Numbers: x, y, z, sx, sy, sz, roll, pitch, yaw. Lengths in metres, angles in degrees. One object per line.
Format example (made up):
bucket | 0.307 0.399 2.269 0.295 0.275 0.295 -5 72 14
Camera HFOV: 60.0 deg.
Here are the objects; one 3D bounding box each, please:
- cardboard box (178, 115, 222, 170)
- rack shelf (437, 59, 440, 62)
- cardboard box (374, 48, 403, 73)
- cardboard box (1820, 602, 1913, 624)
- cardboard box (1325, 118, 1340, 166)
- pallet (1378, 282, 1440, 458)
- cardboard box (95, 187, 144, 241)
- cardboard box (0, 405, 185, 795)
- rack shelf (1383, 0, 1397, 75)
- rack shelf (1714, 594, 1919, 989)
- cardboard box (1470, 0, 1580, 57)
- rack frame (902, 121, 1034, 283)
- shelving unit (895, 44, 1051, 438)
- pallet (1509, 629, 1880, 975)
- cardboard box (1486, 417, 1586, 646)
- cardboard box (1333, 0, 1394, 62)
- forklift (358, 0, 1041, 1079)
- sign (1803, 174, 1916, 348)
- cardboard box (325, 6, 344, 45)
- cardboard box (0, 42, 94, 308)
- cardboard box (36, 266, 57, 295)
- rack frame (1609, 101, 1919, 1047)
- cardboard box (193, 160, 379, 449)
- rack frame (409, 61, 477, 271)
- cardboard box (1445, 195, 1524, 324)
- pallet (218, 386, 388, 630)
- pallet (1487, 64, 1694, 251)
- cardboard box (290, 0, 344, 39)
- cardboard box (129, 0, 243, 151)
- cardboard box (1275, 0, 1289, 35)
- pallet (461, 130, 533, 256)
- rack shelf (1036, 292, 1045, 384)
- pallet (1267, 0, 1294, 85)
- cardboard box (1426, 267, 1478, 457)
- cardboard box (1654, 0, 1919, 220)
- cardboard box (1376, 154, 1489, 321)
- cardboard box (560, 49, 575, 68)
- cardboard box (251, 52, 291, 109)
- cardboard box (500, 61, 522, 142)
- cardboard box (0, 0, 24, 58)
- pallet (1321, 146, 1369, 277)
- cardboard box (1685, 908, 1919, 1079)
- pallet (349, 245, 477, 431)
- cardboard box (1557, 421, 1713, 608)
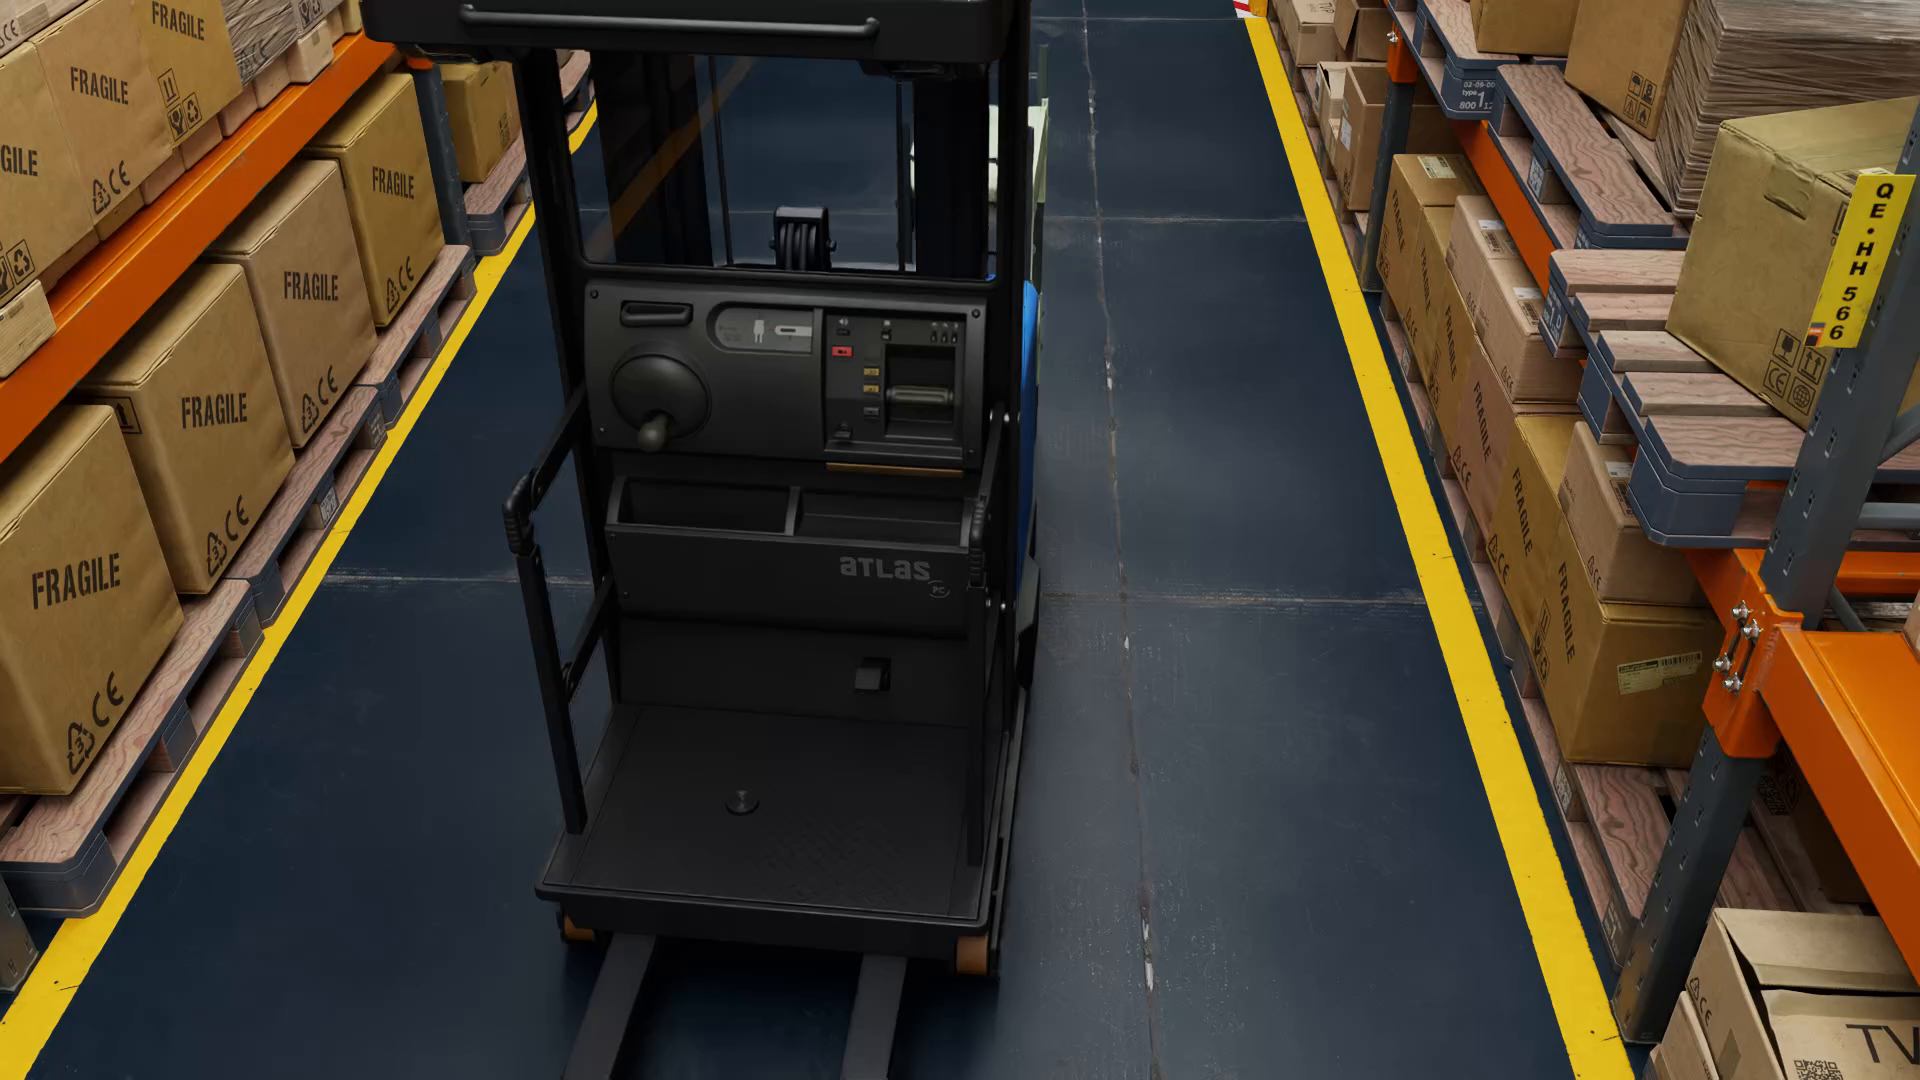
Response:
cardboard box | -2.533 -1.265 5.142 0.380 0.149 0.250 2 35 3
rack shelf | -2.605 -3.296 8.457 1.077 0.370 4.000 1 35 2
cardboard box | -2.757 -2.204 7.523 0.380 0.149 0.250 1 35 2
cardboard box | 2.423 0.256 4.569 0.500 0.500 0.500 0 35 0
cardboard box | 1.959 -1.893 7.932 0.380 0.149 0.250 1 35 2
pallet | 2.270 -0.720 6.591 1.003 0.211 1.213 1 35 2
cardboard box | -2.578 -0.972 4.726 0.380 0.149 0.250 2 35 3
cardboard box | -2.685 0.145 4.439 0.750 0.750 0.750 1 35 1
rack shelf | 2.345 -3.184 8.297 1.077 0.370 4.000 1 35 2
rack shelf | 2.023 1.412 1.757 1.077 0.370 4.000 1 35 2
cardboard box | 2.058 -1.878 5.362 0.700 0.500 0.500 7 36 9
rack frame | 0.017 -0.601 5.298 0.400 1.500 0.023 3 35 5
shelving unit | 0.055 -0.810 5.597 0.431 1.500 0.755 3 35 5
pallet | 2.172 0.682 4.596 1.003 0.211 1.213 1 35 2
cardboard box | 1.928 -0.028 4.973 0.500 0.500 0.500 0 35 0
cardboard box | 2.335 -2.567 8.583 0.797 0.503 0.637 1 35 2
forklift | -0.426 -0.315 3.650 1.130 2.935 3.031 4 35 5
sign | 1.561 -0.479 2.885 0.100 0.325 0.005 1 35 2
cardboard box | -2.458 -1.853 5.979 0.380 0.149 0.250 2 35 3
cardboard box | -2.540 -0.888 4.042 0.500 0.500 0.500 2 35 3
cardboard box | -2.600 -0.675 4.303 0.380 0.149 0.250 1 35 1
rack frame | 2.104 -0.031 3.185 1.000 3.000 0.127 1 35 2
cardboard box | -2.614 -0.846 5.850 0.750 0.750 0.750 2 35 3
rack frame | -2.685 -2.441 6.615 1.000 3.000 0.127 1 35 2
cardboard box | 1.961 -0.946 5.627 0.500 0.250 0.500 1 35 2
pallet | -2.687 -0.153 5.784 1.003 0.211 1.213 1 35 2
pallet | 2.177 -1.070 4.831 1.003 0.211 1.213 1 35 2
cardboard box | -2.463 -2.048 5.692 0.500 0.500 0.500 2 35 2
cardboard box | -2.506 -1.472 4.873 0.500 0.500 0.500 2 35 3
cardboard box | 2.100 -3.089 9.546 0.500 0.250 0.500 1 35 2
pallet | -2.577 -1.736 8.036 1.003 0.211 1.213 1 35 2
rack shelf | 0.054 -0.543 5.784 0.431 0.370 0.720 3 35 5
pallet | 2.391 -2.985 9.813 1.003 0.211 1.213 1 35 2
cardboard box | 1.964 -0.620 5.815 0.500 0.500 0.500 2 35 2
cardboard box | 2.244 -1.129 4.296 0.700 0.500 0.500 8 36 11
cardboard box | 2.002 -1.214 6.660 0.500 0.500 0.500 0 35 0
cardboard box | -2.492 -2.908 9.087 0.700 0.500 0.500 0 35 0
cardboard box | -2.486 -1.561 5.563 0.380 0.149 0.250 1 35 2
cardboard box | -2.529 -2.306 8.232 0.700 0.500 0.500 1 35 1
cardboard box | -2.549 -1.185 3.812 0.500 0.250 0.500 1 35 1
pallet | 2.293 -1.583 7.819 1.003 0.211 1.213 1 35 2
cardboard box | 1.789 0.987 3.275 0.500 0.311 0.500 2 35 3
pallet | -2.641 -0.855 6.784 1.003 0.211 1.213 1 35 2
cardboard box | 1.905 -0.070 4.380 0.500 0.250 0.500 3 35 4
